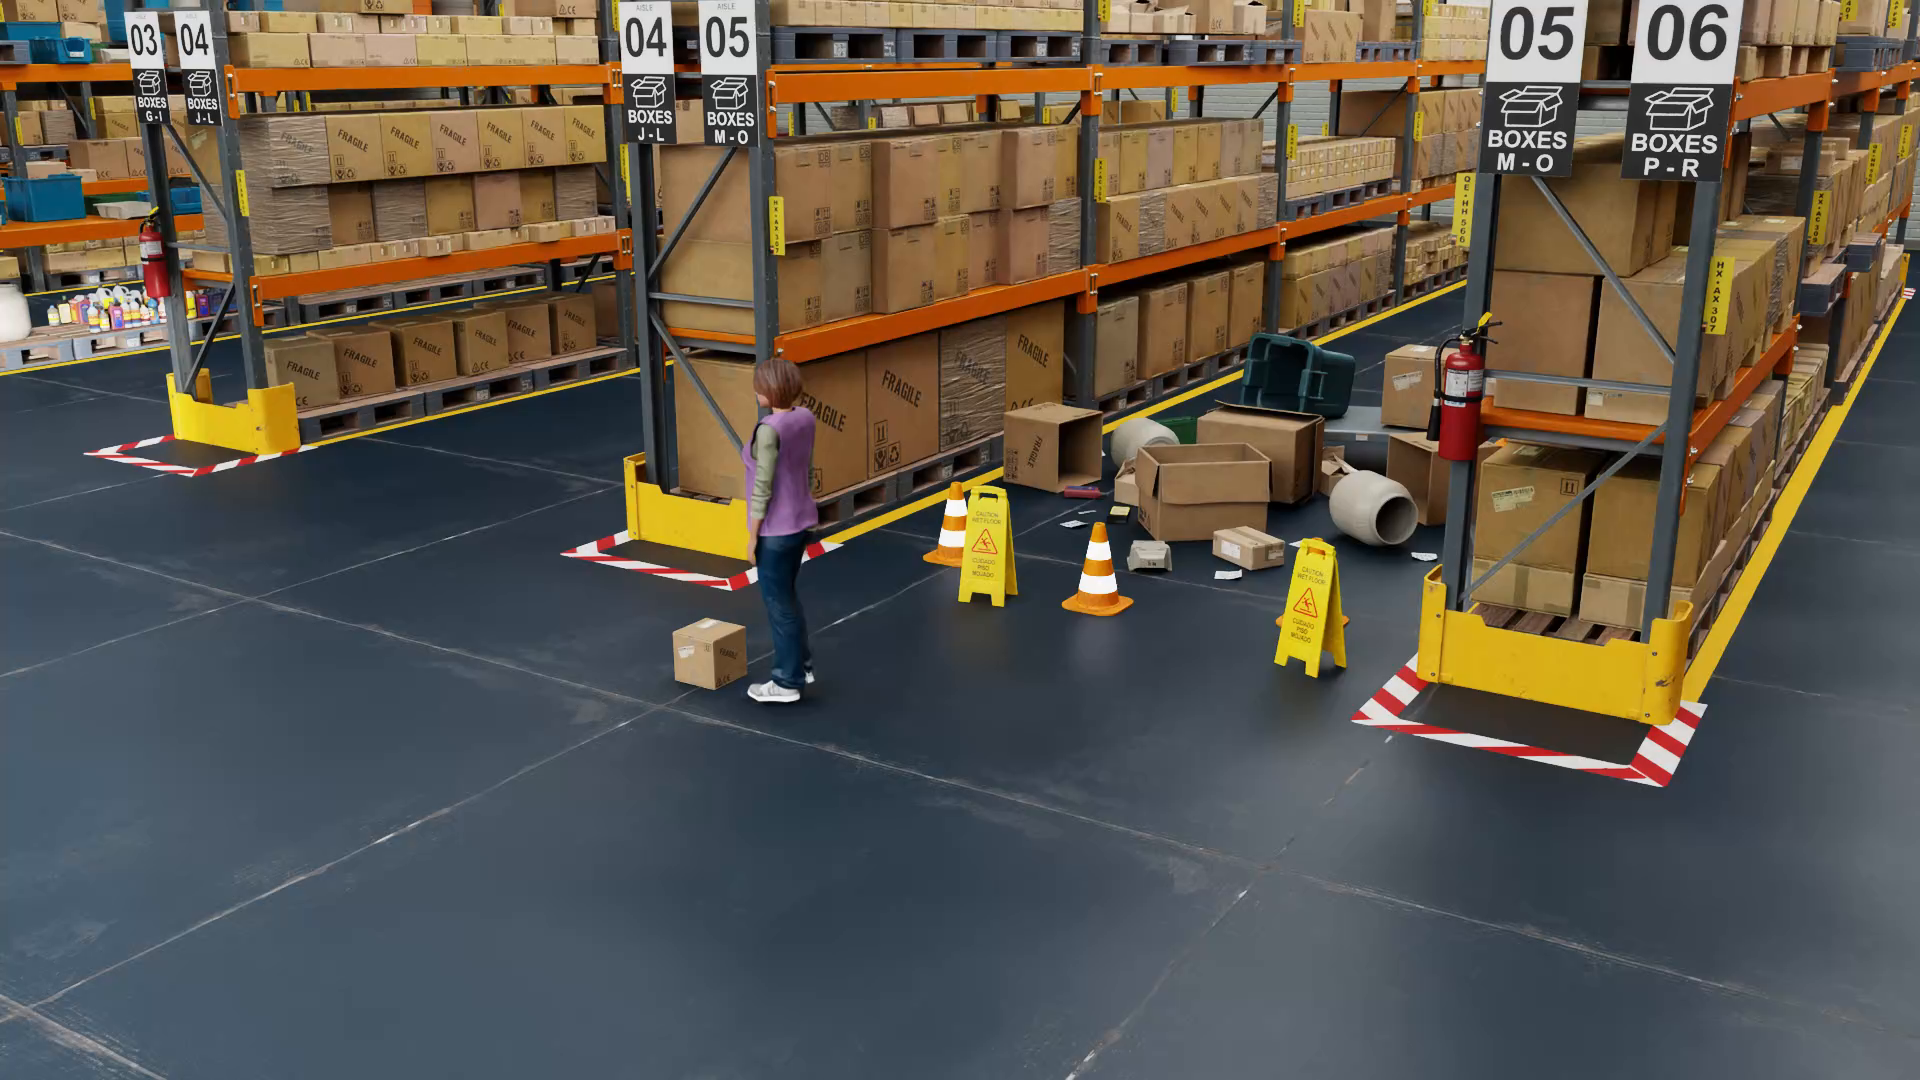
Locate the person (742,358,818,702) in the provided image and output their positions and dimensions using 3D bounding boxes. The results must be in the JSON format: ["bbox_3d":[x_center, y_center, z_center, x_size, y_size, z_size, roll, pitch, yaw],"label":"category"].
[{"bbox_3d":[-0.816,-0.024,7.625,0.309,1.639,0.451,8,18,25],"label":"person"}]
